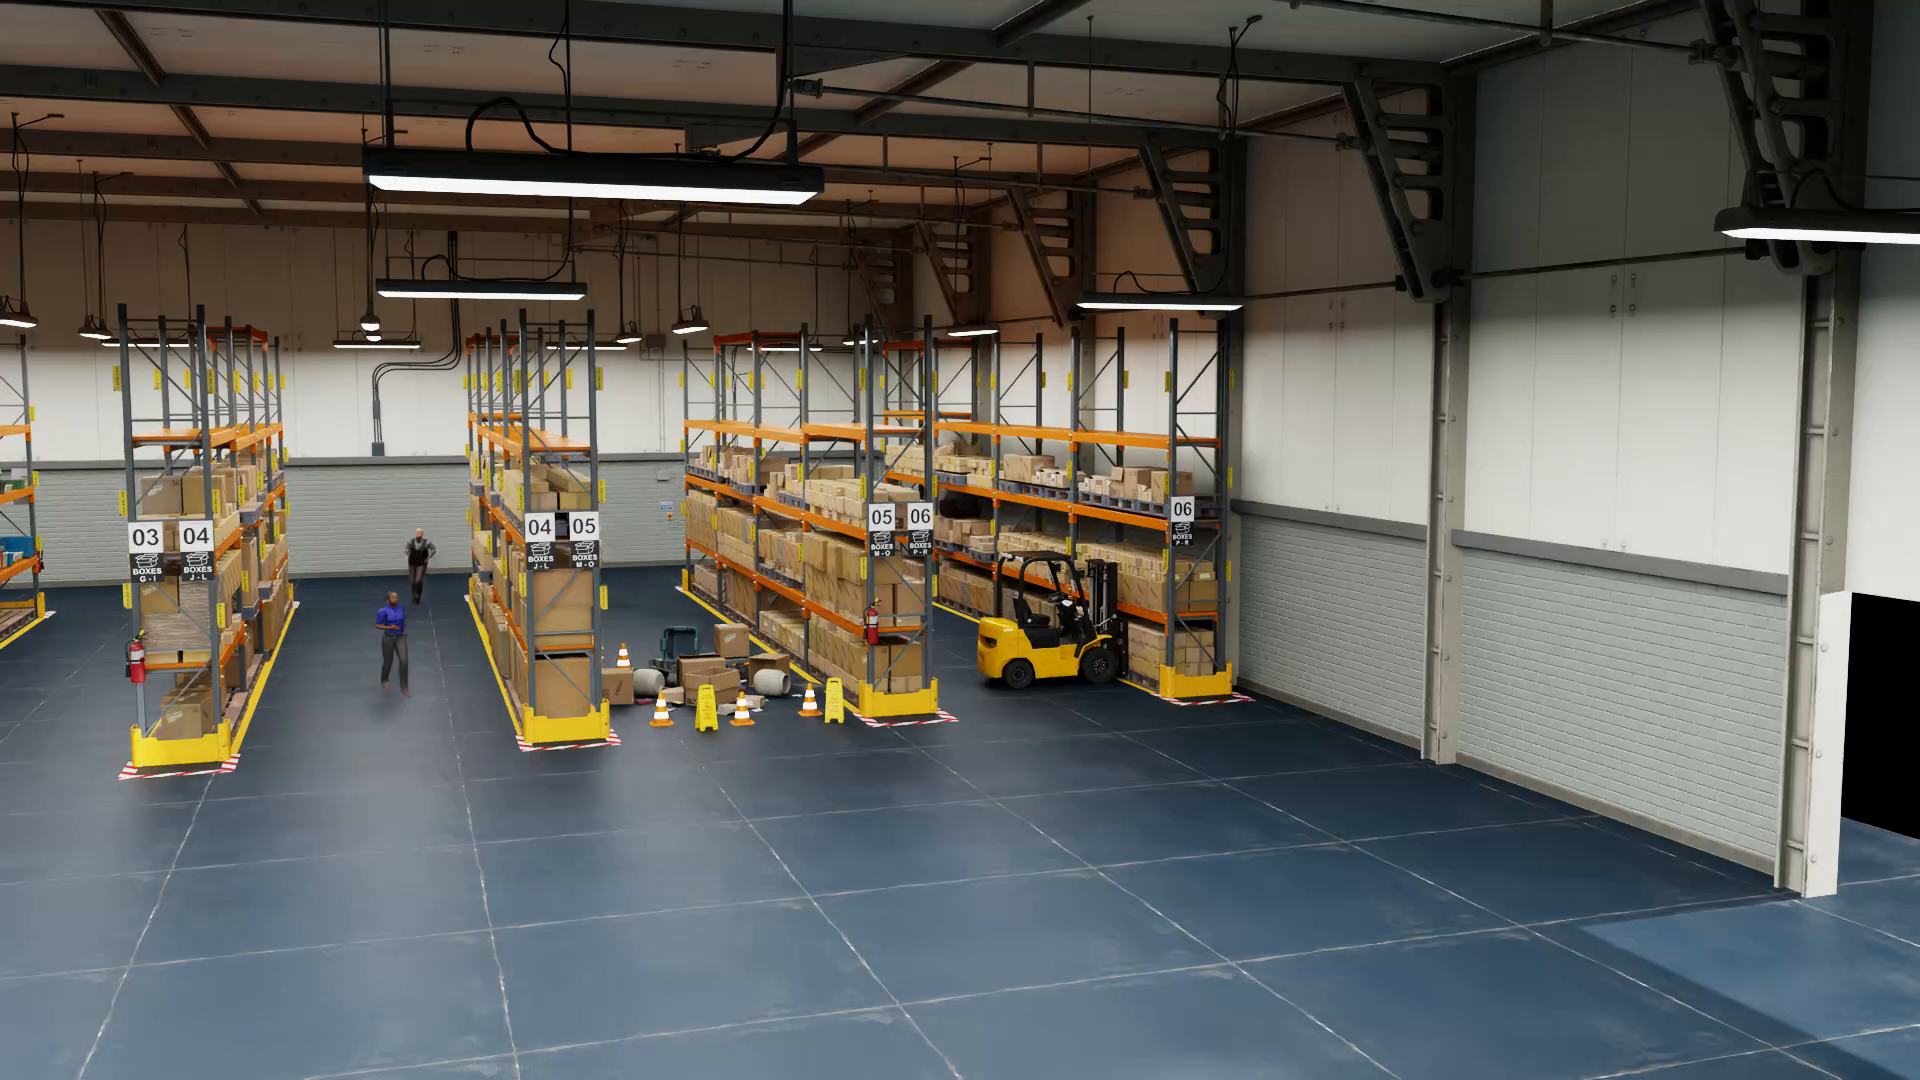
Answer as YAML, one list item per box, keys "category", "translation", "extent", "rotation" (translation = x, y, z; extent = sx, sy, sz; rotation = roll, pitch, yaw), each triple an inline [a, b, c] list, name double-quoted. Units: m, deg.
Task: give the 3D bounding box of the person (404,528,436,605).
- category: "person"
  translation: [-12.205, 0.613, 37.505]
  extent: [0.658, 1.751, 0.714]
  rotation: [0, 5, 1]

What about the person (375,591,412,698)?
- category: "person"
  translation: [-9.079, 1.647, 26.602]
  extent: [0.569, 1.696, 0.851]
  rotation: [-4, 7, -38]
